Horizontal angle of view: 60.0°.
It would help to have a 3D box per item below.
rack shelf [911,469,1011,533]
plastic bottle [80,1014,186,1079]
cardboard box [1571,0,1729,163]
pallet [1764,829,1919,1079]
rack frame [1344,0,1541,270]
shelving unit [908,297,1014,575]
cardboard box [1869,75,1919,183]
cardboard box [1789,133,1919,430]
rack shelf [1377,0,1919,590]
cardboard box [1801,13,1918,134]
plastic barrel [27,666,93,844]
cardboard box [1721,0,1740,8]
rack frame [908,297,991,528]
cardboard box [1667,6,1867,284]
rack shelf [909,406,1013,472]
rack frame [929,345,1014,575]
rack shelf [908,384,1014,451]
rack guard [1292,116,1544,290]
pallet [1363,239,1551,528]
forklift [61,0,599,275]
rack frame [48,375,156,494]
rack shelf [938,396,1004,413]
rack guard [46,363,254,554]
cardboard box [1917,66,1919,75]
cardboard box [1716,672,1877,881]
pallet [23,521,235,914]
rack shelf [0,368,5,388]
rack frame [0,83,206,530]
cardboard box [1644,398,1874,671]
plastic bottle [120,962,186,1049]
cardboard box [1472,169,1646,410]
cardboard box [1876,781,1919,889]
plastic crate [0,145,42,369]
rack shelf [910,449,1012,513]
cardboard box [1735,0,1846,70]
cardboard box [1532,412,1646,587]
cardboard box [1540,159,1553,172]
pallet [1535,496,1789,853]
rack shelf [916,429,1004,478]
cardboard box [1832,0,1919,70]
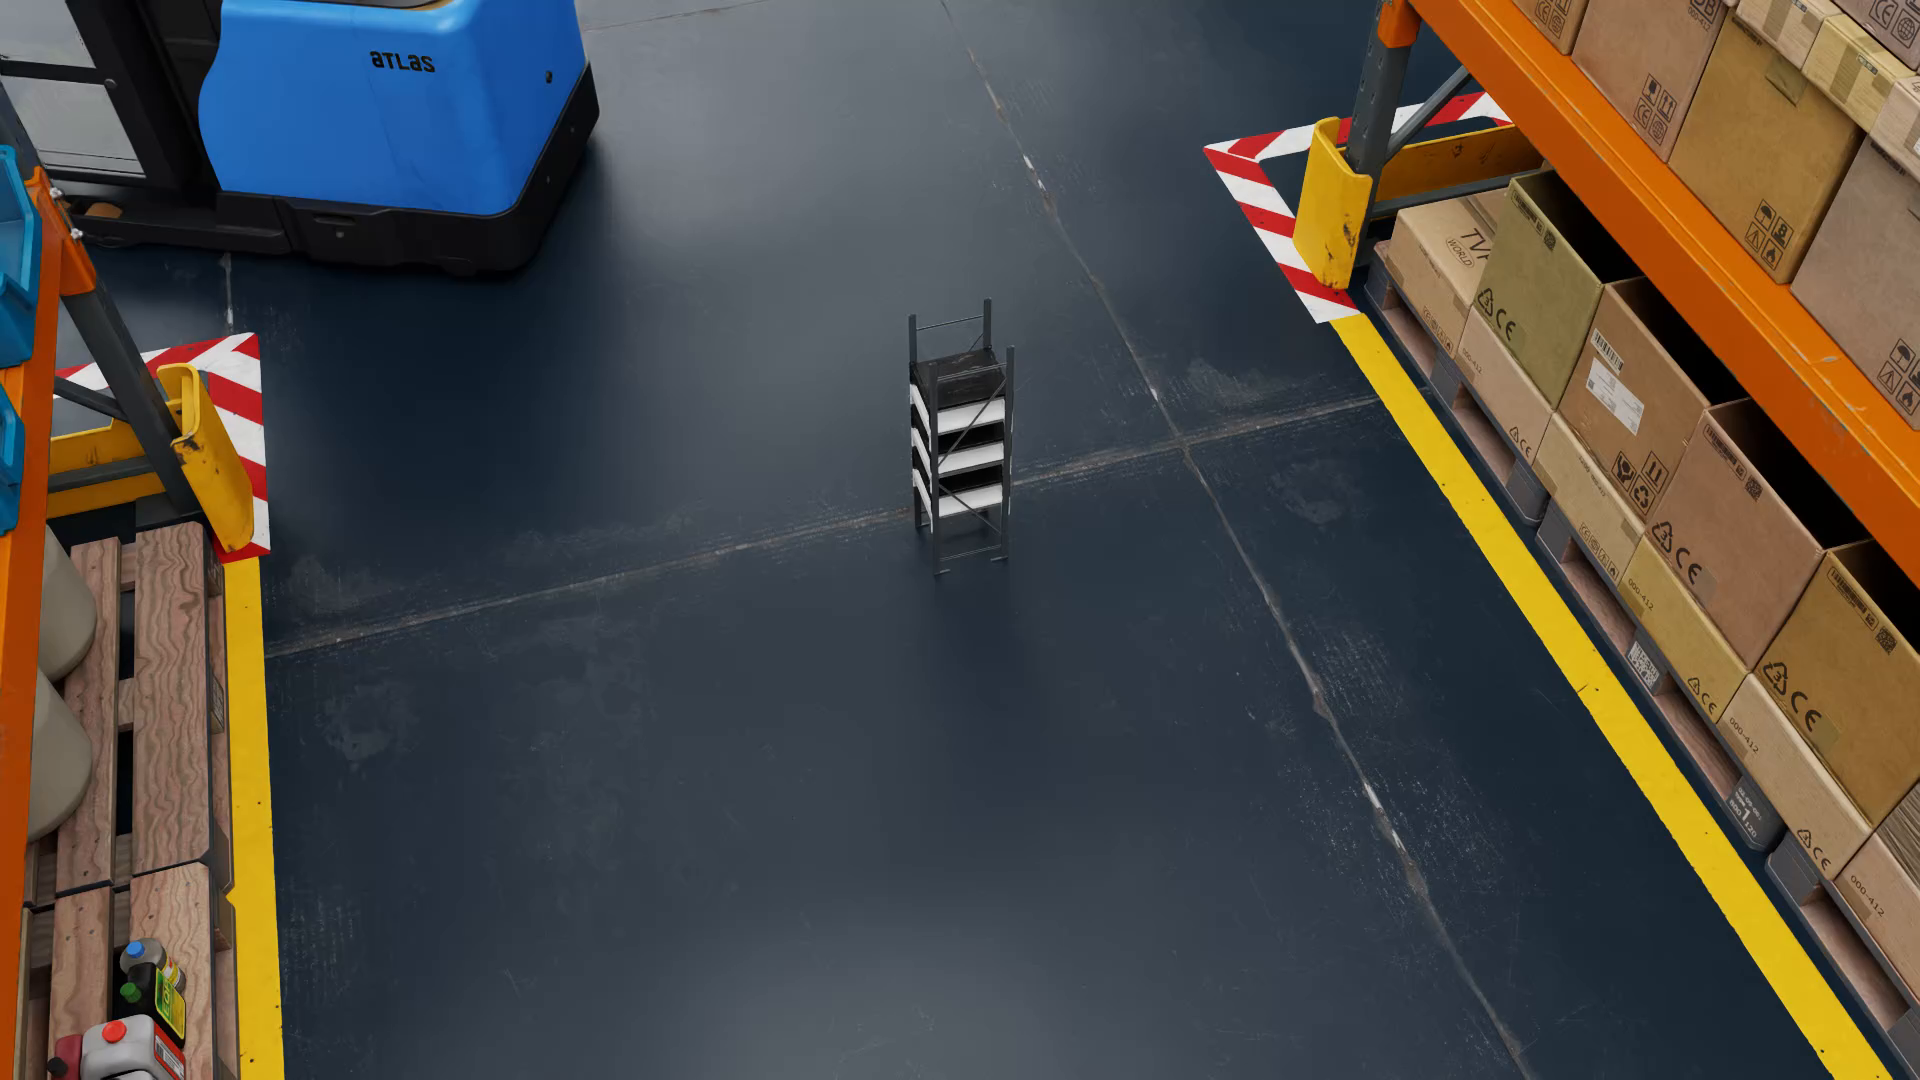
[{"bbox_3d":[0.002,-0.147,5.064,0.258,0.077,0.200,-13,51,-11],"label":"rack shelf"},{"bbox_3d":[-1.886,1.186,3.782,0.152,0.276,0.135,-13,51,-11],"label":"plastic bottle"},{"bbox_3d":[2.123,-1.406,4.408,0.700,0.500,0.500,-12,51,-10],"label":"cardboard box"},{"bbox_3d":[2.825,1.130,4.159,1.003,0.211,1.213,-13,51,-11],"label":"pallet"},{"bbox_3d":[1.837,-2.100,5.058,1.000,3.000,0.127,-13,51,-11],"label":"rack frame"},{"bbox_3d":[-10.164,-11.825,13.191,11.303,3.100,33.289,-13,51,-11],"label":"shelving unit"},{"bbox_3d":[2.201,-0.883,3.543,0.380,0.149,0.250,-13,51,-11],"label":"cardboard box"},{"bbox_3d":[2.423,-0.658,3.777,0.700,0.500,0.500,-12,51,-10],"label":"cardboard box"},{"bbox_3d":[2.428,-0.407,4.102,1.077,0.370,4.000,-13,51,-11],"label":"rack shelf"},{"bbox_3d":[2.130,-1.065,3.697,0.380,0.149,0.250,-14,51,-11],"label":"cardboard box"},{"bbox_3d":[-2.480,0.514,4.208,0.421,0.512,0.421,0,50,0],"label":"plastic barrel"},{"bbox_3d":[1.973,-1.446,4.018,0.380,0.149,0.250,-14,51,-12],"label":"cardboard box"},{"bbox_3d":[-0.028,-0.358,4.964,0.240,0.900,0.006,-13,51,-11],"label":"rack frame"},{"bbox_3d":[2.264,-1.042,4.101,0.700,0.500,0.500,-13,51,-11],"label":"cardboard box"},{"bbox_3d":[0.002,-0.321,4.858,0.258,0.077,0.200,-13,51,-11],"label":"rack shelf"},{"bbox_3d":[0.032,-0.210,4.838,0.240,0.900,0.006,-13,51,-11],"label":"rack frame"},{"bbox_3d":[0.002,-0.379,4.789,0.258,0.077,0.200,-13,51,-11],"label":"rack shelf"},{"bbox_3d":[1.830,-1.311,6.029,1.175,0.500,0.348,-13,51,-11],"label":"rack guard"},{"bbox_3d":[2.103,-0.652,5.661,1.003,0.211,1.213,-13,51,-11],"label":"pallet"},{"bbox_3d":[-2.987,-2.410,5.365,3.031,2.935,1.130,6,50,5],"label":"forklift"},{"bbox_3d":[-2.899,-0.982,4.116,0.949,2.616,0.053,-13,51,-11],"label":"rack frame"},{"bbox_3d":[0.002,-0.446,4.709,0.199,0.015,0.184,-13,51,-11],"label":"rack shelf"},{"bbox_3d":[-2.829,-0.132,5.034,1.175,0.500,0.348,-13,51,-11],"label":"rack guard"},{"bbox_3d":[2.437,-1.051,3.260,0.700,0.500,0.500,-13,51,-11],"label":"cardboard box"},{"bbox_3d":[2.373,0.554,4.345,0.500,0.250,0.500,-13,51,-11],"label":"cardboard box"},{"bbox_3d":[-2.594,0.556,4.643,1.003,0.211,1.213,-13,51,-11],"label":"pallet"},{"bbox_3d":[-2.305,0.647,3.085,0.919,0.124,3.809,-13,51,-11],"label":"rack shelf"},{"bbox_3d":[-2.896,-0.982,4.116,1.000,3.000,0.127,-13,51,-11],"label":"rack frame"},{"bbox_3d":[2.224,-0.052,4.365,0.500,0.500,0.500,-13,51,-11],"label":"cardboard box"},{"bbox_3d":[-1.882,1.075,3.871,0.061,0.283,0.133,-12,51,-10],"label":"plastic bottle"},{"bbox_3d":[1.933,-0.784,4.982,0.500,0.500,0.500,-13,51,-11],"label":"cardboard box"},{"bbox_3d":[2.537,0.674,3.753,0.500,0.500,0.500,-13,51,-11],"label":"cardboard box"},{"bbox_3d":[-2.462,-0.637,3.922,0.499,0.251,0.616,-13,51,-11],"label":"plastic crate"},{"bbox_3d":[-10.165,-11.826,13.193,11.303,3.100,33.284,-13,51,-11],"label":"rack shelf"},{"bbox_3d":[2.054,-1.252,3.854,0.380,0.149,0.250,-15,51,-12],"label":"cardboard box"},{"bbox_3d":[2.082,-0.177,4.961,0.500,0.250,0.500,-13,51,-11],"label":"cardboard box"},{"bbox_3d":[2.280,-1.266,5.389,0.500,0.500,0.500,-13,51,-11],"label":"cardboard box"},{"bbox_3d":[2.460,0.238,4.911,1.003,0.211,1.213,-13,51,-11],"label":"pallet"},{"bbox_3d":[0.002,-0.276,4.911,0.221,0.026,0.190,-13,51,-11],"label":"rack shelf"},{"bbox_3d":[2.289,-1.417,3.568,0.700,0.500,0.500,-13,51,-11],"label":"cardboard box"}]
